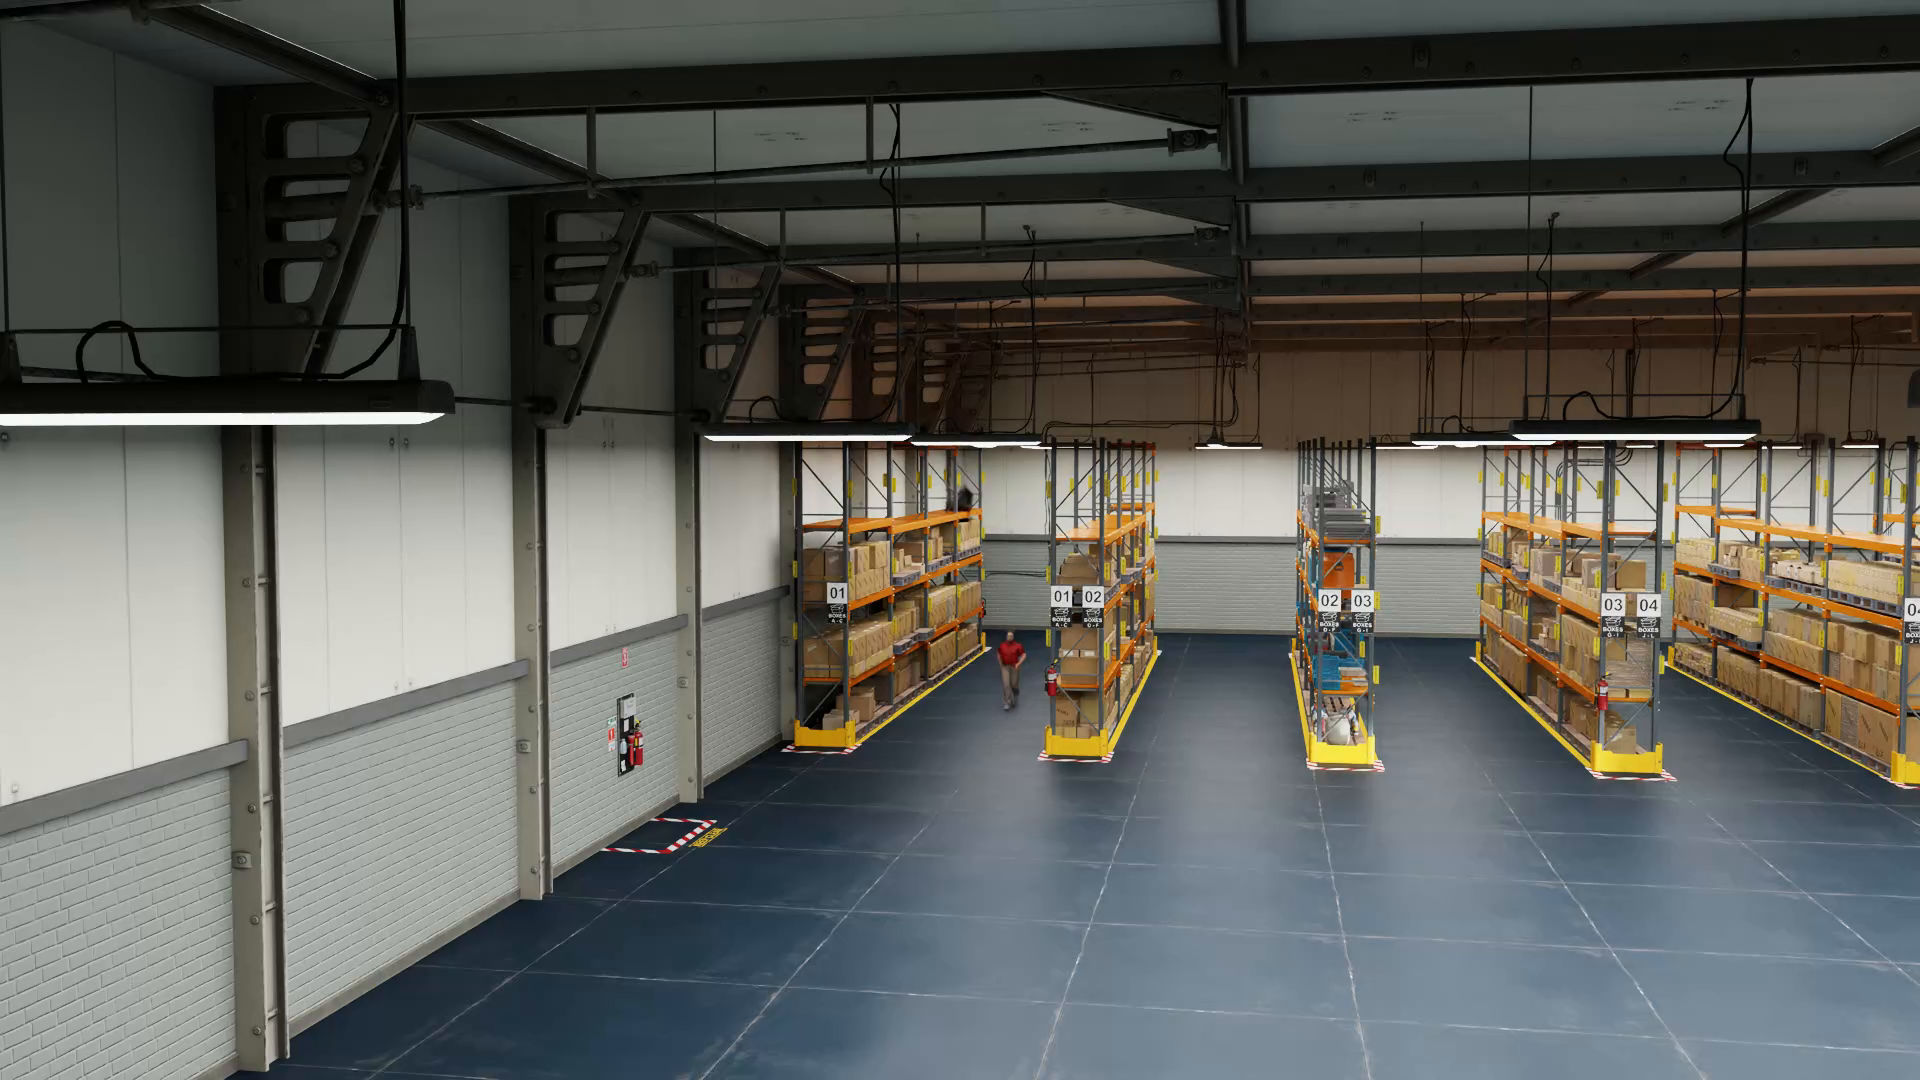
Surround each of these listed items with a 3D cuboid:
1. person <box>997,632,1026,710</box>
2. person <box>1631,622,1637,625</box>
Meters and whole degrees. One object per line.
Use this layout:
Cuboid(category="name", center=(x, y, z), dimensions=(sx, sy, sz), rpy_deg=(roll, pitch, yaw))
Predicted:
Cuboid(category="person", center=(1.144, 2.910, 37.273), dimensions=(0.675, 1.730, 0.868), rpy_deg=(0, 3, 9))
Cuboid(category="person", center=(17.724, 2.626, 44.206), dimensions=(0.582, 1.560, 0.677), rpy_deg=(2, 3, 27))
